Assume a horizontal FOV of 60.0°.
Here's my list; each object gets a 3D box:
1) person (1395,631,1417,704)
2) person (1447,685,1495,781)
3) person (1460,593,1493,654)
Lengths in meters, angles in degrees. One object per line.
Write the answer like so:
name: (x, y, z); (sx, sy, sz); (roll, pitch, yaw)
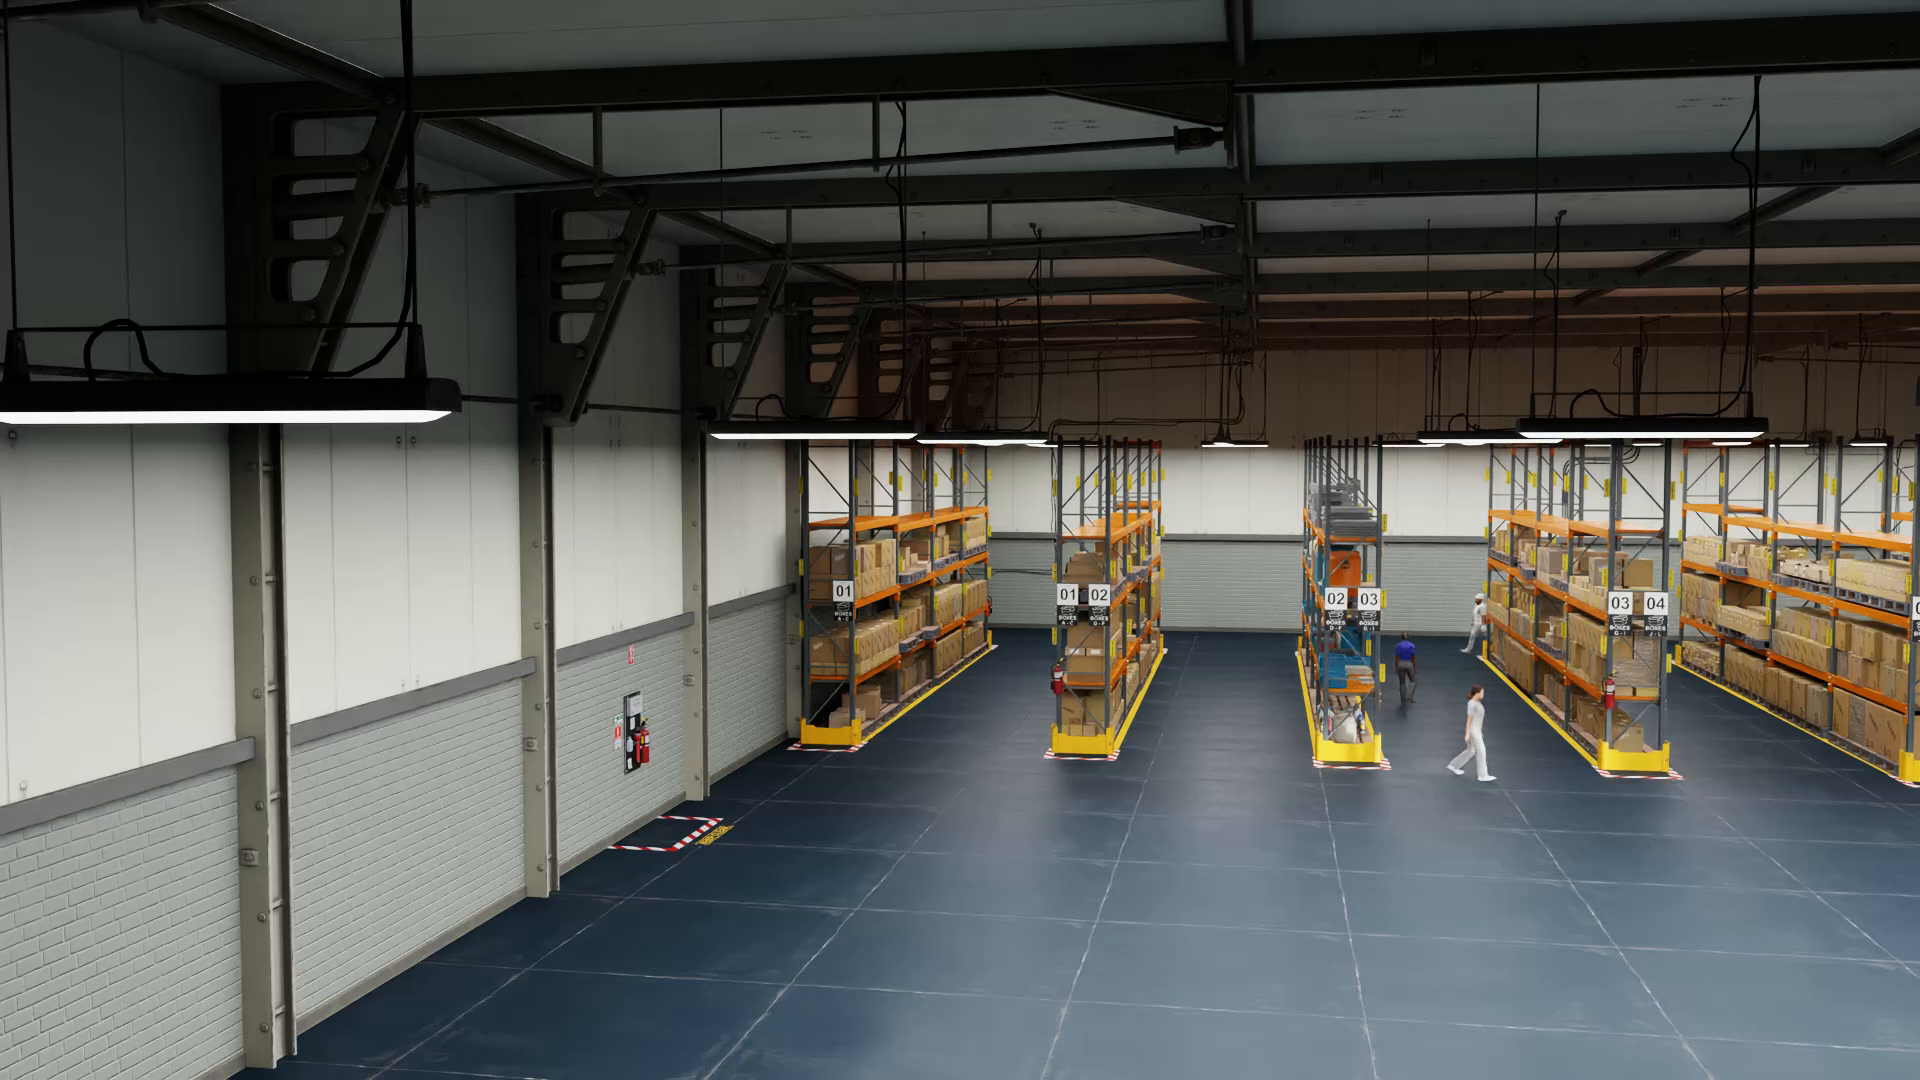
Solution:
person: (10.030, 2.879, 37.386); (0.511, 1.656, 0.509); (1, 3, 19)
person: (8.911, 3.335, 28.950); (0.844, 1.647, 0.452); (1, 3, 26)
person: (14.572, 2.353, 46.535); (1.090, 1.729, 0.544); (0, 3, 8)
